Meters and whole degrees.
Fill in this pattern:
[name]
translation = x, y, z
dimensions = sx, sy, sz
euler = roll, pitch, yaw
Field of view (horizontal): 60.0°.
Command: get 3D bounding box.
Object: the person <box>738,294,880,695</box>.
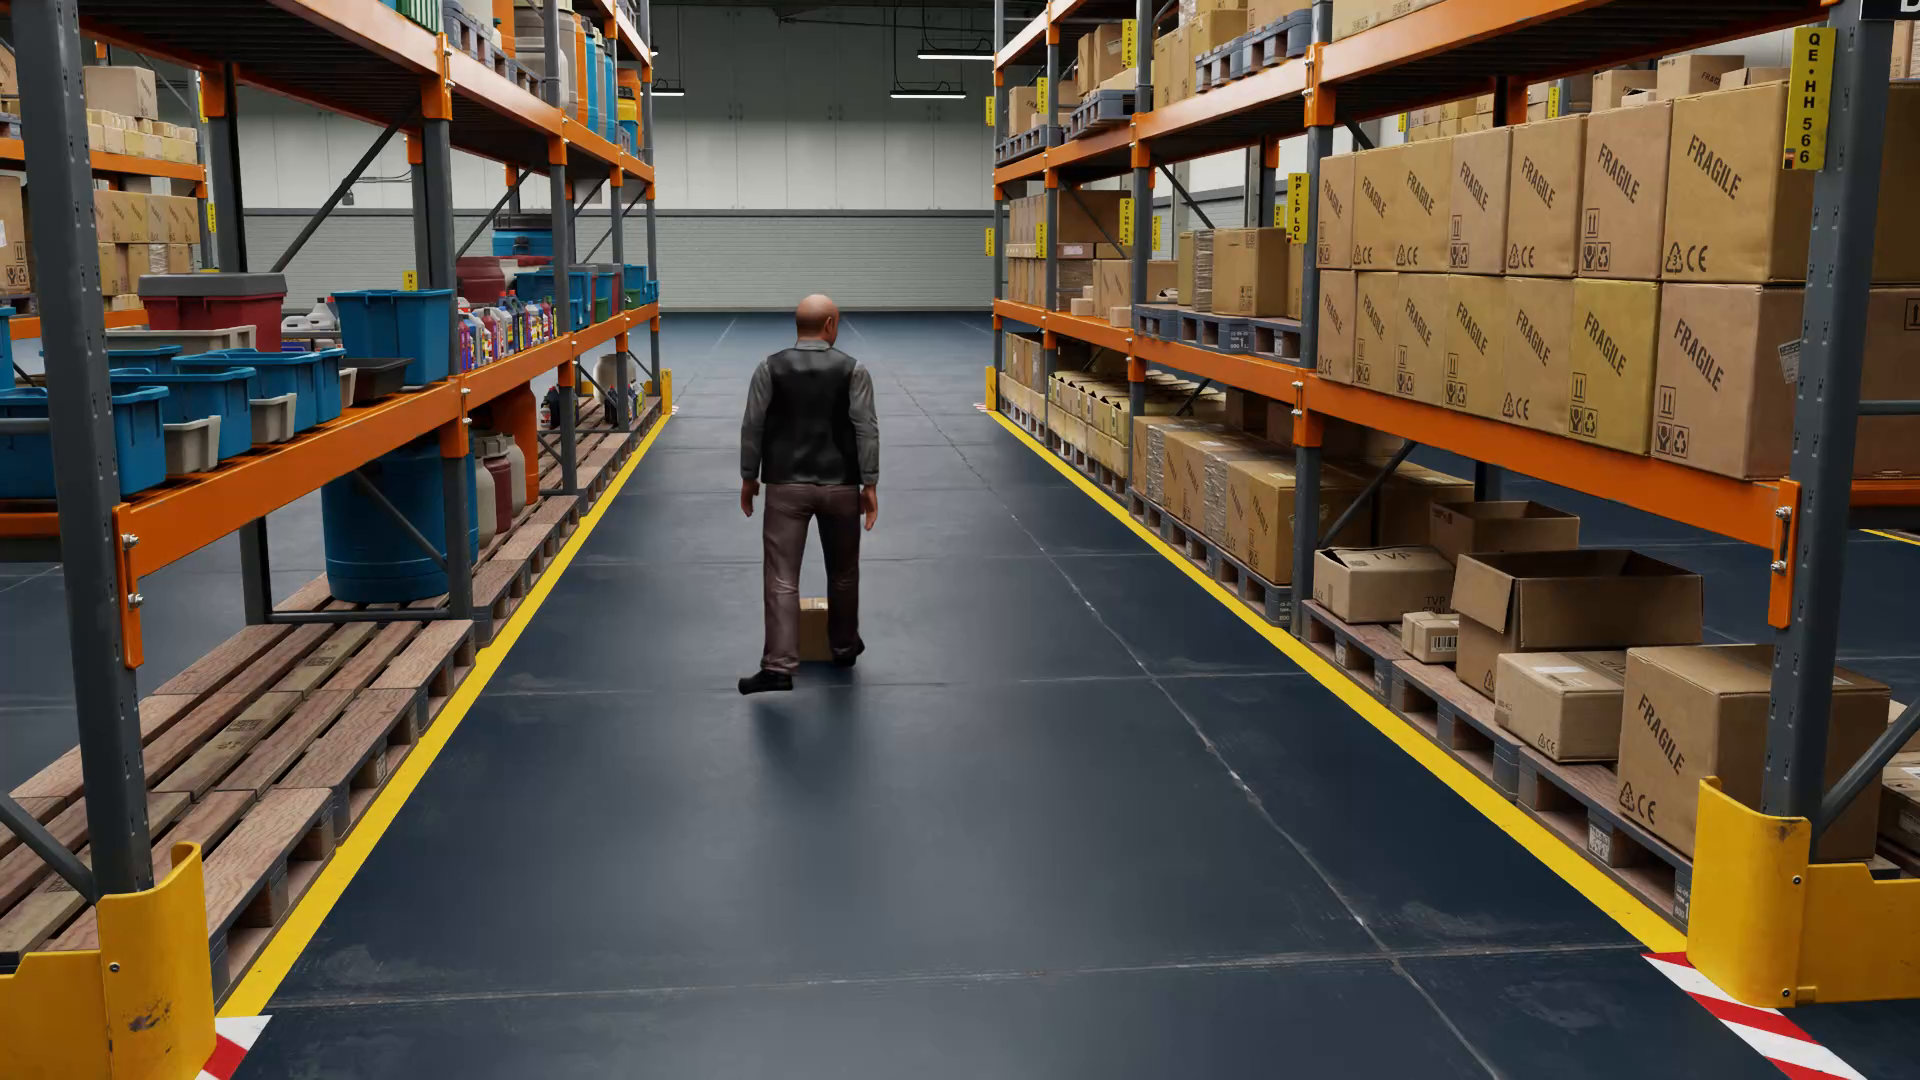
[person]
translation = -0.681, -0.213, 7.242
dimensions = 0.640, 1.691, 0.927
euler = -2, 10, -12
